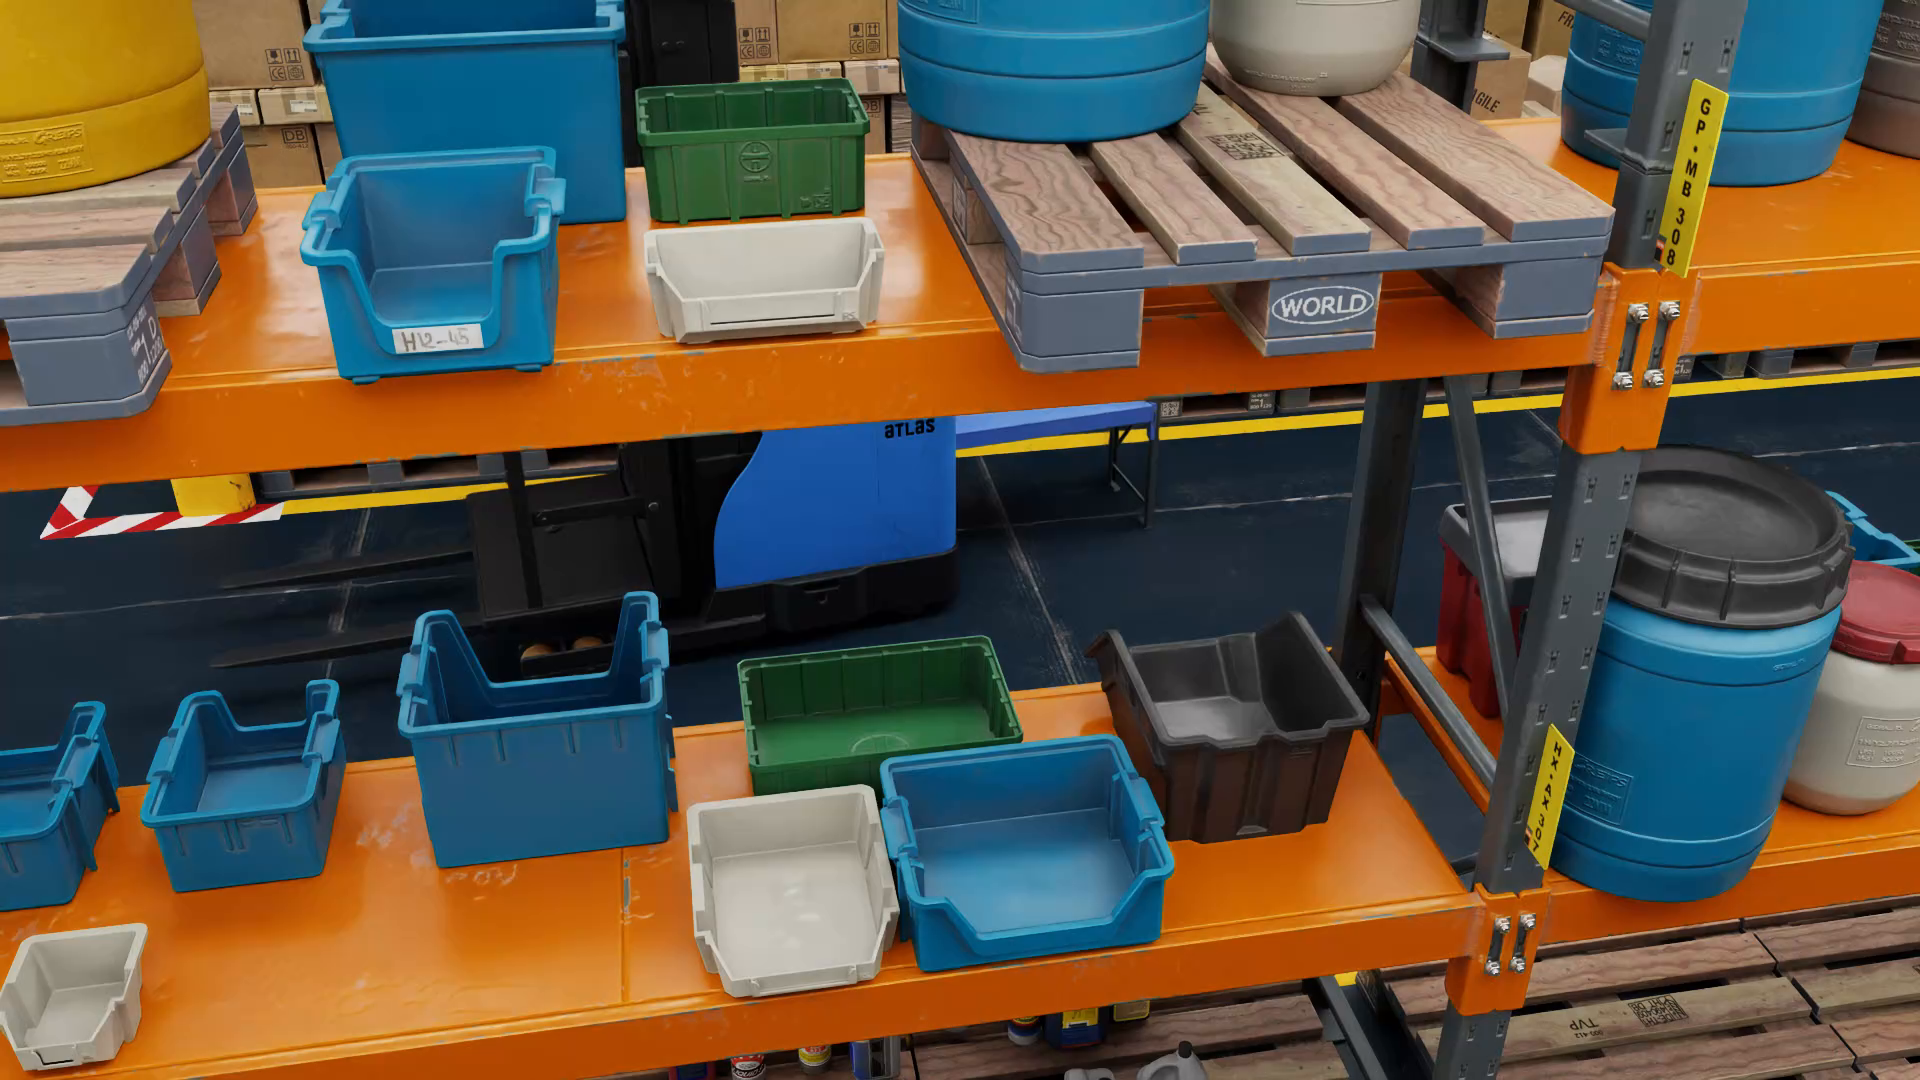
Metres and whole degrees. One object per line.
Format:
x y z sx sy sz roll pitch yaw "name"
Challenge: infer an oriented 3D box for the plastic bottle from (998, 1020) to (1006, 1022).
0.122 1.234 4.871 0.185 0.351 0.144 -7 31 -11 "plastic bottle"

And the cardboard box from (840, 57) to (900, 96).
-0.441 -2.216 7.821 0.250 0.149 0.380 -6 31 -10 "cardboard box"

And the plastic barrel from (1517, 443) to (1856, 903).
1.611 0.298 3.790 0.708 0.901 0.600 -5 31 -9 "plastic barrel"

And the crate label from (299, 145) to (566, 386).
-0.857 -0.472 2.780 0.408 0.251 0.502 -5 31 -9 "crate label"

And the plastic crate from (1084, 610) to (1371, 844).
0.639 0.409 4.156 0.504 0.338 0.767 -5 31 -9 "plastic crate"

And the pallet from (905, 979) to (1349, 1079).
0.509 1.641 4.751 1.213 0.211 1.003 -5 31 -9 "pallet"

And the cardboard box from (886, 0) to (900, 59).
-0.147 -2.631 7.886 0.500 0.500 0.700 -5 31 -9 "cardboard box"

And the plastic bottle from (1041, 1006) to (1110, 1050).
0.334 1.289 4.778 0.185 0.351 0.144 -5 31 -9 "plastic bottle"

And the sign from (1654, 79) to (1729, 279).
1.265 -0.623 2.883 0.005 0.325 0.100 -5 31 -9 "sign"

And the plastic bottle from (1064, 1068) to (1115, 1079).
0.355 1.531 4.440 0.135 0.276 0.152 -5 31 -9 "plastic bottle"

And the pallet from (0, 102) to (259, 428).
-1.926 -0.475 2.826 1.213 0.211 1.003 -5 31 -9 "pallet"

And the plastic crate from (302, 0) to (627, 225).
-0.936 -0.847 3.288 0.575 0.384 0.392 -5 31 -9 "plastic crate"

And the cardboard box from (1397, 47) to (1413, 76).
2.057 -2.271 8.554 0.500 0.500 0.500 -5 31 -9 "cardboard box"

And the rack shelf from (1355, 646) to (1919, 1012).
3.144 0.526 4.606 4.000 0.370 1.077 -5 31 -9 "rack shelf"

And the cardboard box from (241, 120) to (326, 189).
-3.185 -1.786 7.729 0.500 0.500 0.700 -5 31 -9 "cardboard box"

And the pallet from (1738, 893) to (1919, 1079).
3.145 1.396 5.168 1.213 0.211 1.003 -5 31 -9 "pallet"

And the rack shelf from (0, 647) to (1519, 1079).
-0.791 0.891 3.985 4.000 0.370 1.077 -5 31 -9 "rack shelf"

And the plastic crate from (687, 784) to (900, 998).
-0.375 0.786 3.714 0.437 0.136 0.530 -5 31 -9 "plastic crate"

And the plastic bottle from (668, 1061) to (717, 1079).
-0.758 1.402 4.652 0.133 0.283 0.061 -5 31 -9 "plastic bottle"

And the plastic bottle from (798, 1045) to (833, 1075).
-0.414 1.411 4.718 0.097 0.201 0.097 0 30 0 "plastic bottle"

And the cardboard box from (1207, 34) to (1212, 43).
2.100 -3.938 13.520 0.500 0.500 0.700 -5 31 -9 "cardboard box"

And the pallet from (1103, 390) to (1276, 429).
1.006 -0.957 9.169 1.213 0.211 1.003 -5 31 -9 "pallet"

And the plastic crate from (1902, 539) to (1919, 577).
2.839 0.190 4.677 0.662 0.188 0.450 -5 31 -9 "plastic crate"

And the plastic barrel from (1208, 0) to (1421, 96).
0.718 -1.183 3.318 0.421 0.512 0.421 0 30 0 "plastic barrel"

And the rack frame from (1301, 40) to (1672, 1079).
1.177 0.398 4.114 0.127 3.000 1.000 -5 31 -9 "rack frame"

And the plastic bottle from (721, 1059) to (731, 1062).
-0.641 1.339 4.766 0.135 0.276 0.152 -6 31 -10 "plastic bottle"

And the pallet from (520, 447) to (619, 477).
-1.704 -0.705 8.741 1.213 0.211 1.003 -5 31 -9 "pallet"

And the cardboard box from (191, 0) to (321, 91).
-3.133 -2.350 7.409 0.500 0.500 0.700 -5 31 -9 "cardboard box"

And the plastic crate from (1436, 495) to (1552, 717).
1.598 0.174 4.432 0.583 0.464 0.402 -5 31 -9 "plastic crate"

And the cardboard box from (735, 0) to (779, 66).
-1.137 -2.538 7.729 0.500 0.500 0.700 -5 31 -9 "cardboard box"

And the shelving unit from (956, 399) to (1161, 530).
0.334 -0.740 7.528 1.048 1.500 0.538 -9 32 -15 "shelving unit"

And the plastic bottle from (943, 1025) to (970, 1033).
-0.016 1.301 4.836 0.097 0.271 0.097 0 30 0 "plastic bottle"

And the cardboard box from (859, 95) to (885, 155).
-0.665 -2.020 8.127 0.500 0.500 0.700 -6 31 -9 "cardboard box"

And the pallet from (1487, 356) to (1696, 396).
3.406 -1.179 9.547 1.213 0.211 1.003 -5 31 -9 "pallet"

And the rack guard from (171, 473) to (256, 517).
-3.670 -0.627 8.323 0.348 0.500 1.175 -5 31 -9 "rack guard"

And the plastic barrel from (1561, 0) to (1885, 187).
1.638 -1.266 3.489 0.708 0.901 0.600 -5 31 -9 "plastic barrel"

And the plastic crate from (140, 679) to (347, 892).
-1.680 0.576 3.958 0.408 0.251 0.499 -5 31 -9 "plastic crate"

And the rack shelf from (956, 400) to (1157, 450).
0.334 -0.585 7.619 1.000 0.185 0.538 -9 32 -15 "rack shelf"

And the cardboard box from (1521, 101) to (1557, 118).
2.979 -2.184 8.753 0.250 0.149 0.380 -3 31 -5 "cardboard box"

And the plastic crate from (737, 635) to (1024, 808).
-0.209 0.473 4.196 0.662 0.188 0.450 -5 31 -9 "plastic crate"

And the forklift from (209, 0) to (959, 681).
-1.579 -0.971 6.510 3.031 2.935 1.130 -9 32 -15 "forklift"

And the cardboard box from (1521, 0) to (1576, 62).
4.937 -4.239 13.707 0.750 0.750 0.750 -5 31 -9 "cardboard box"

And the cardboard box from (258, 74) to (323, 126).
-2.962 -1.983 7.425 0.250 0.149 0.380 -6 31 -10 "cardboard box"

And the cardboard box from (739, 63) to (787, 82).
-0.942 -2.171 7.744 0.250 0.149 0.380 -5 31 -9 "cardboard box"
